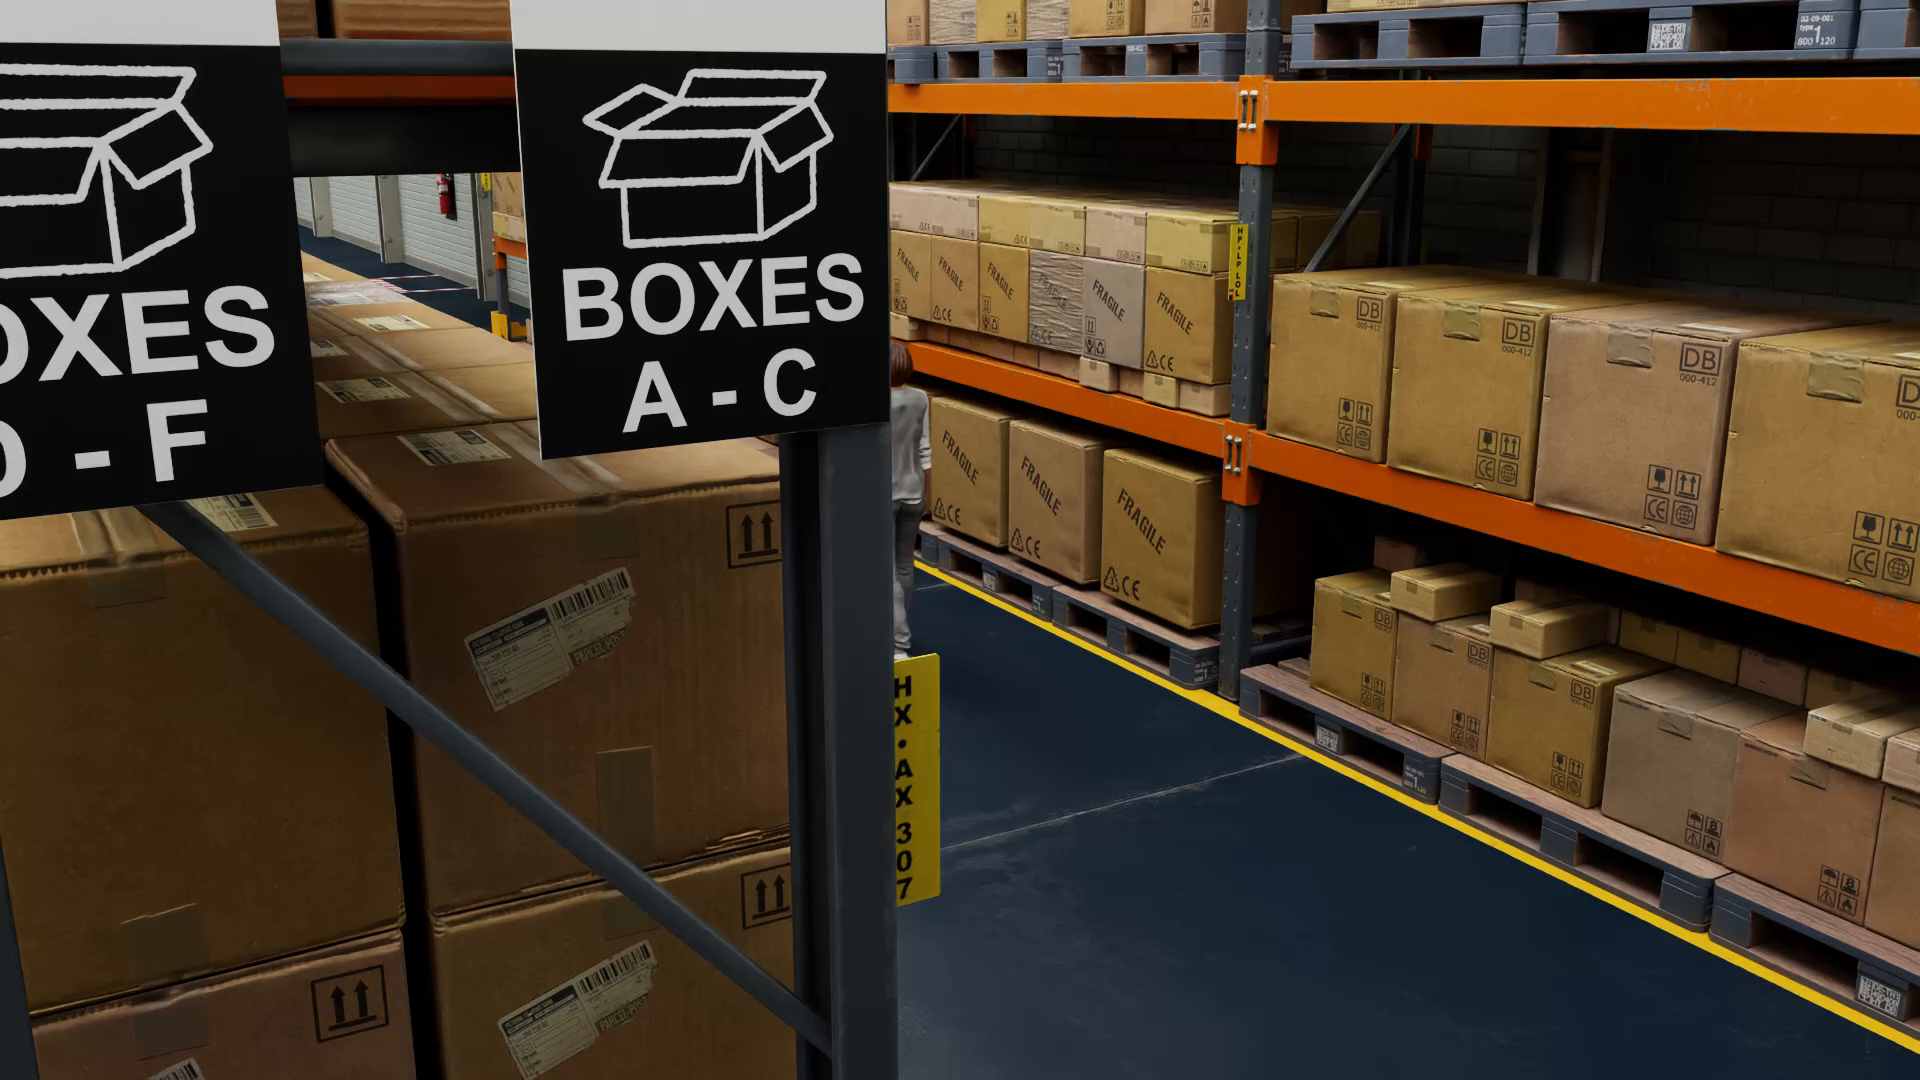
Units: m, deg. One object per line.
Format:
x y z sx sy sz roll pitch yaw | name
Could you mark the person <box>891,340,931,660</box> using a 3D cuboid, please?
-0.362 -0.210 8.311 0.415 1.602 0.563 -8 17 -28 | person
